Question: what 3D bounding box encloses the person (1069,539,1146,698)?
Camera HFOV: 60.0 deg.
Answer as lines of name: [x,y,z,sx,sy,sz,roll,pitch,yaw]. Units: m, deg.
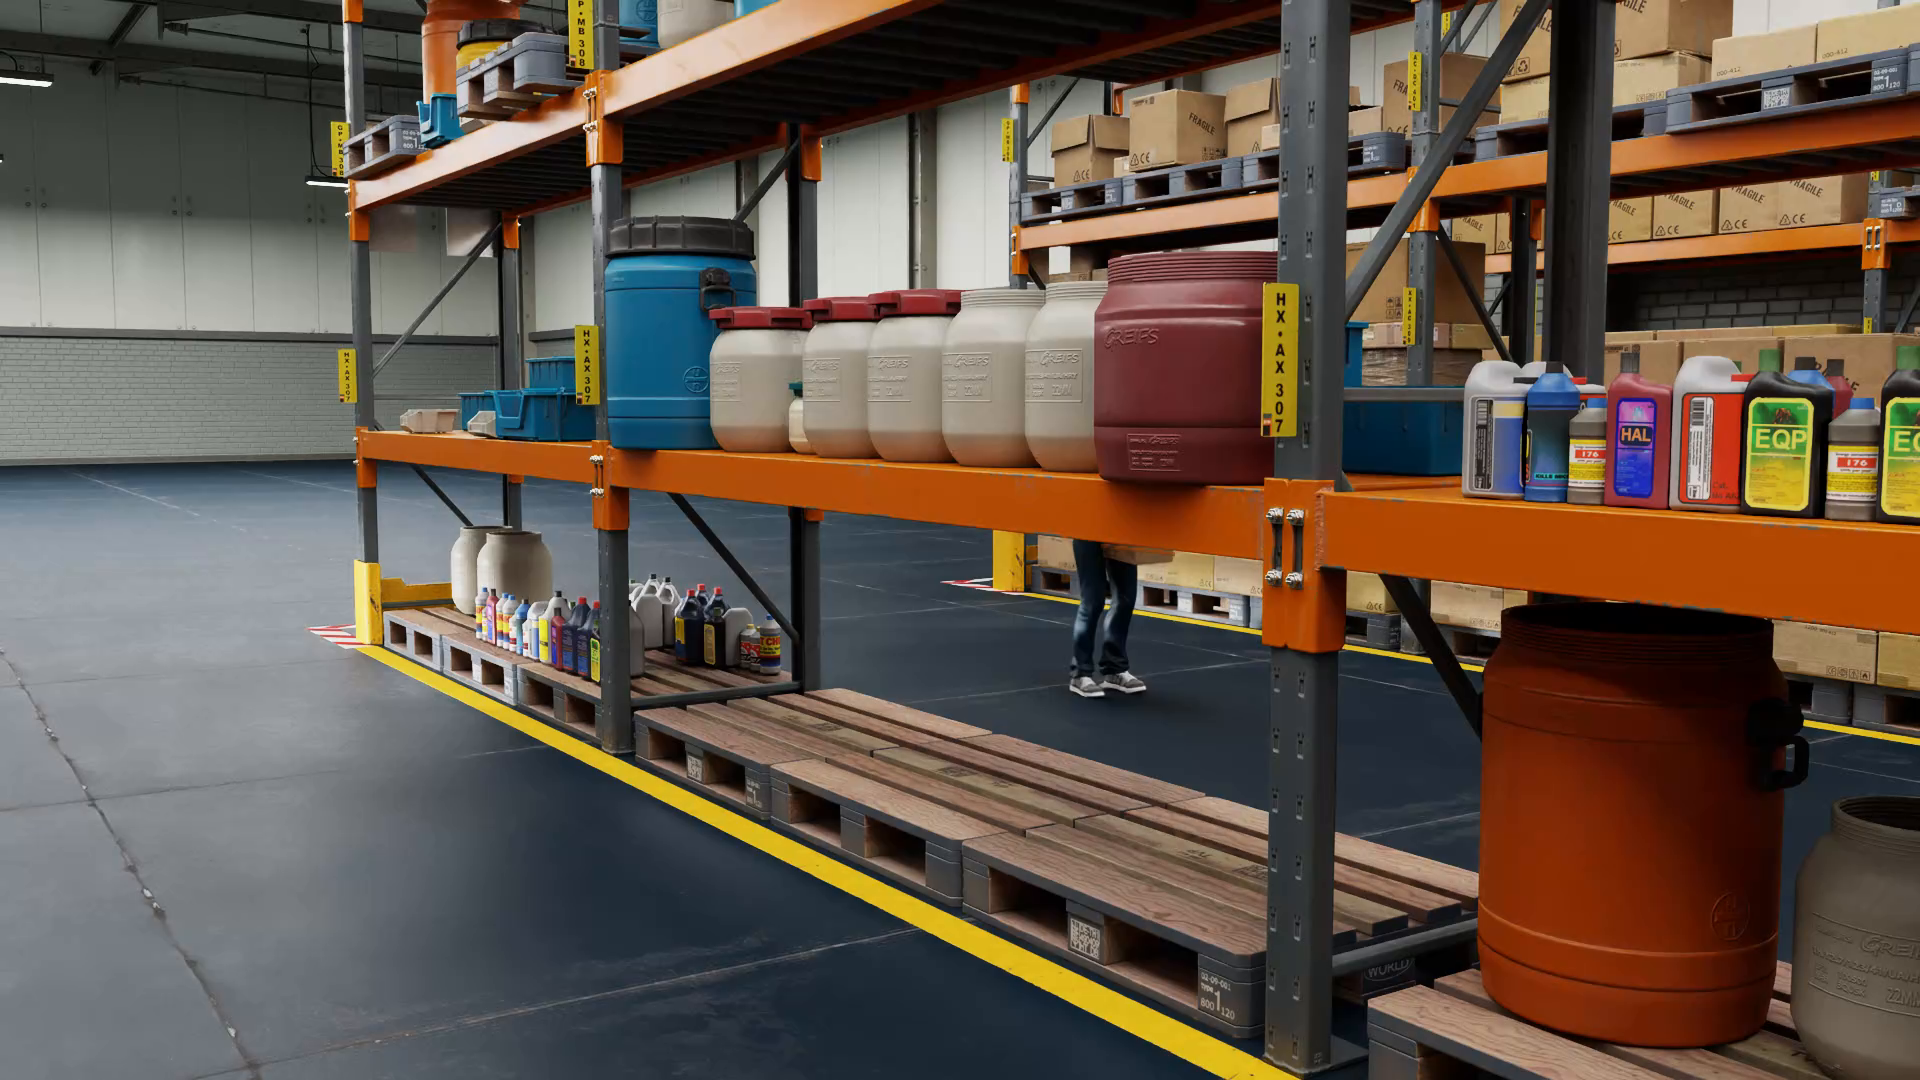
person: [0.773,-0.008,8.423,0.444,1.587,0.424,-3,6,-34]
